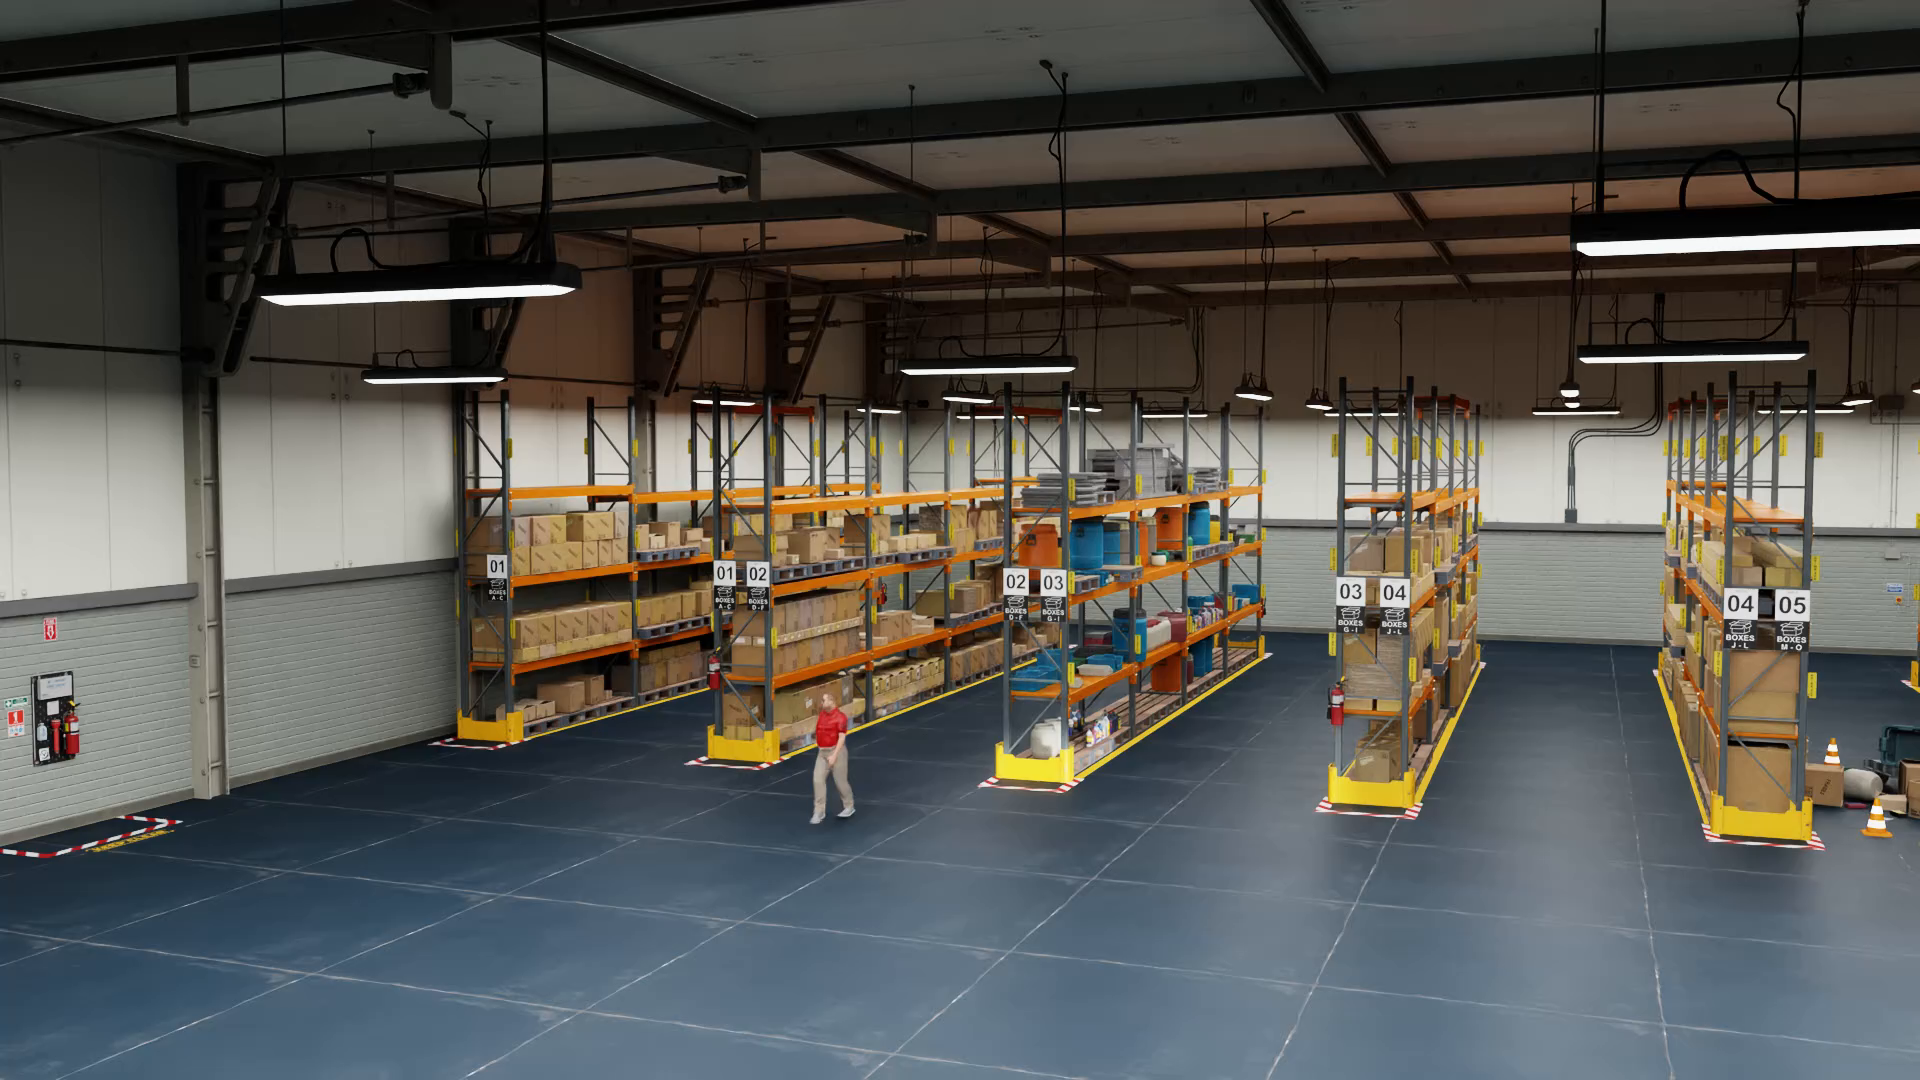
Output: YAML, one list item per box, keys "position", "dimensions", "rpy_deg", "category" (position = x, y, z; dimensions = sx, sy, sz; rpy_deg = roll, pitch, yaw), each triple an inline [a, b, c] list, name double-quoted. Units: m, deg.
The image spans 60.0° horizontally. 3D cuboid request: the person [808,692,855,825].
- position: [-1.752, 2.935, 22.393]
  dimensions: [0.564, 1.776, 0.766]
  rpy_deg: [3, 4, 40]
  category: "person"
